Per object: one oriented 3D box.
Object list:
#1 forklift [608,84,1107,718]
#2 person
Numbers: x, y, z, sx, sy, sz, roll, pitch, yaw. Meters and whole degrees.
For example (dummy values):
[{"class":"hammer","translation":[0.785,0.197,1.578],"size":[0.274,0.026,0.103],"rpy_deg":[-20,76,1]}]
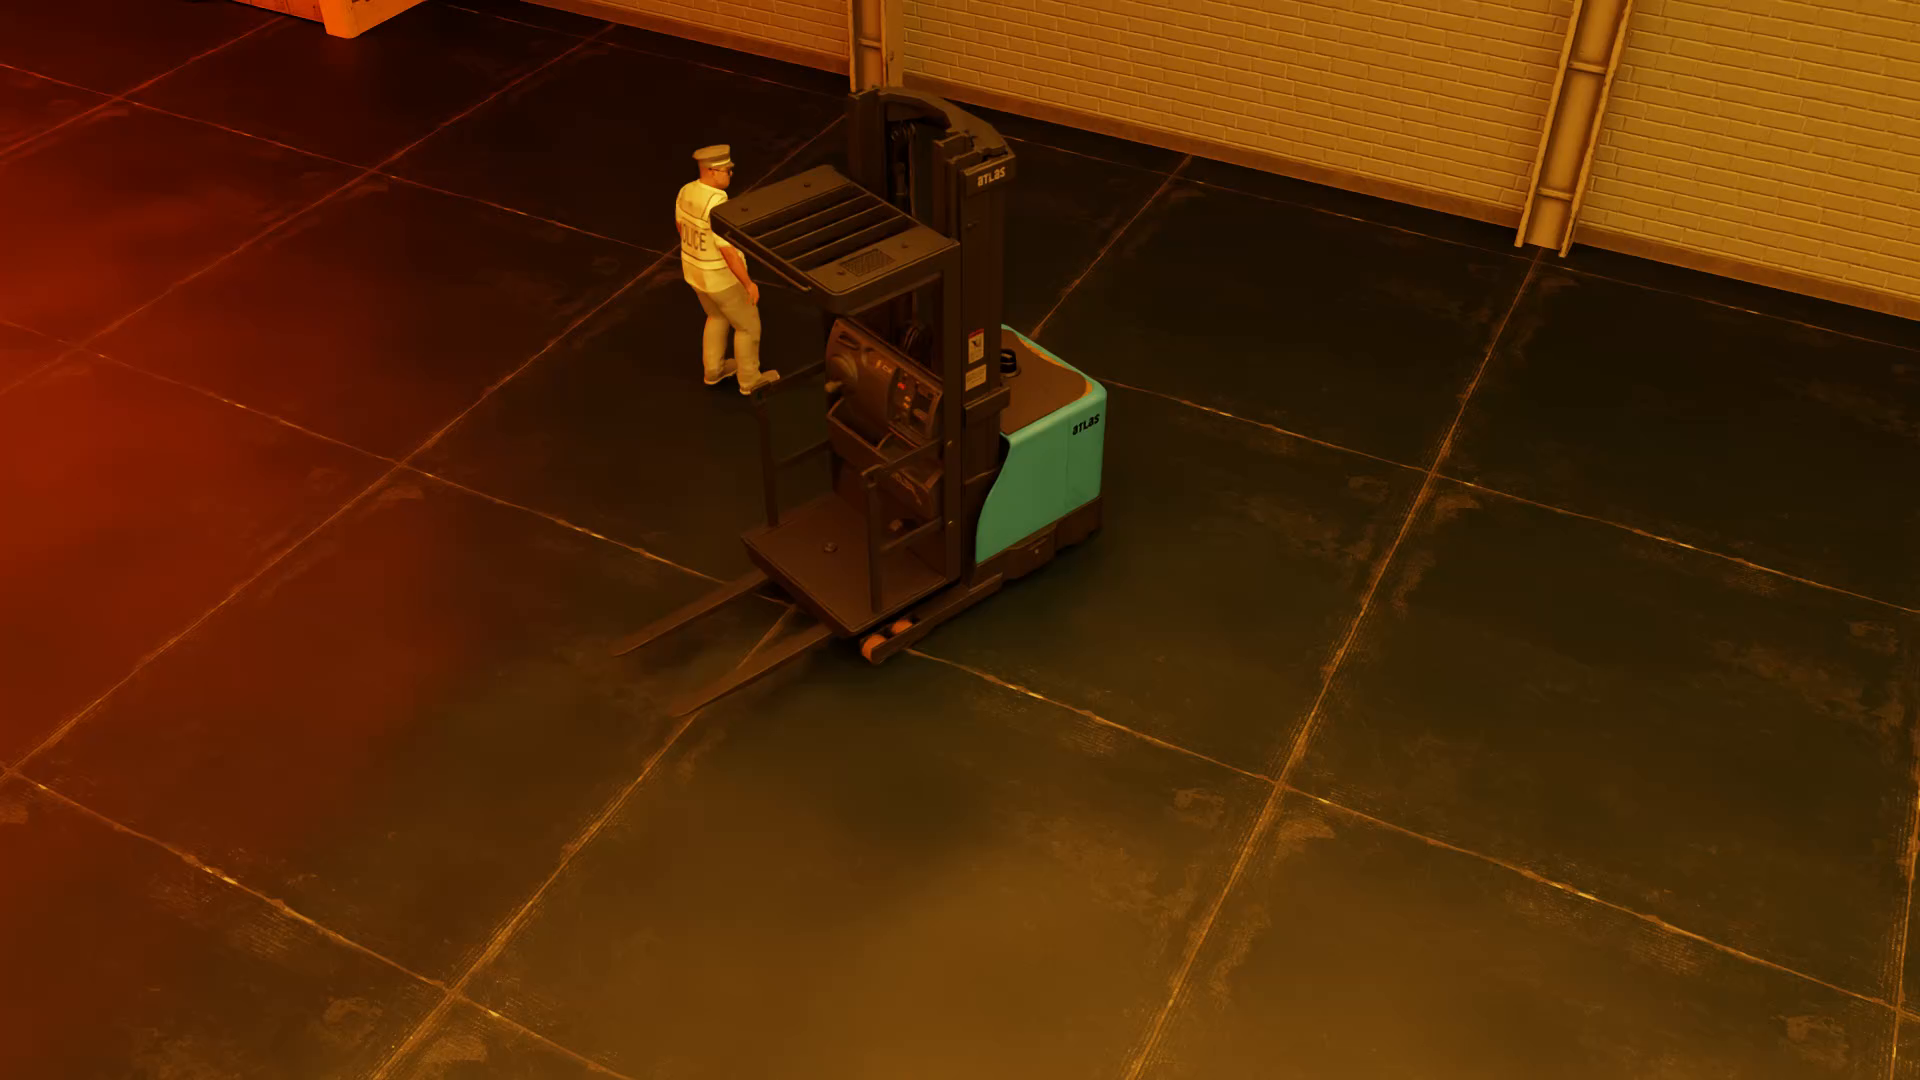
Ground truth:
[{"class":"forklift","translation":[-0.580,-0.804,8.941],"size":[3.031,2.935,1.130],"rpy_deg":[-29,48,-30]},{"class":"person","translation":[-1.563,-1.775,11.016],"size":[0.493,1.742,0.692],"rpy_deg":[-32,49,-32]}]
